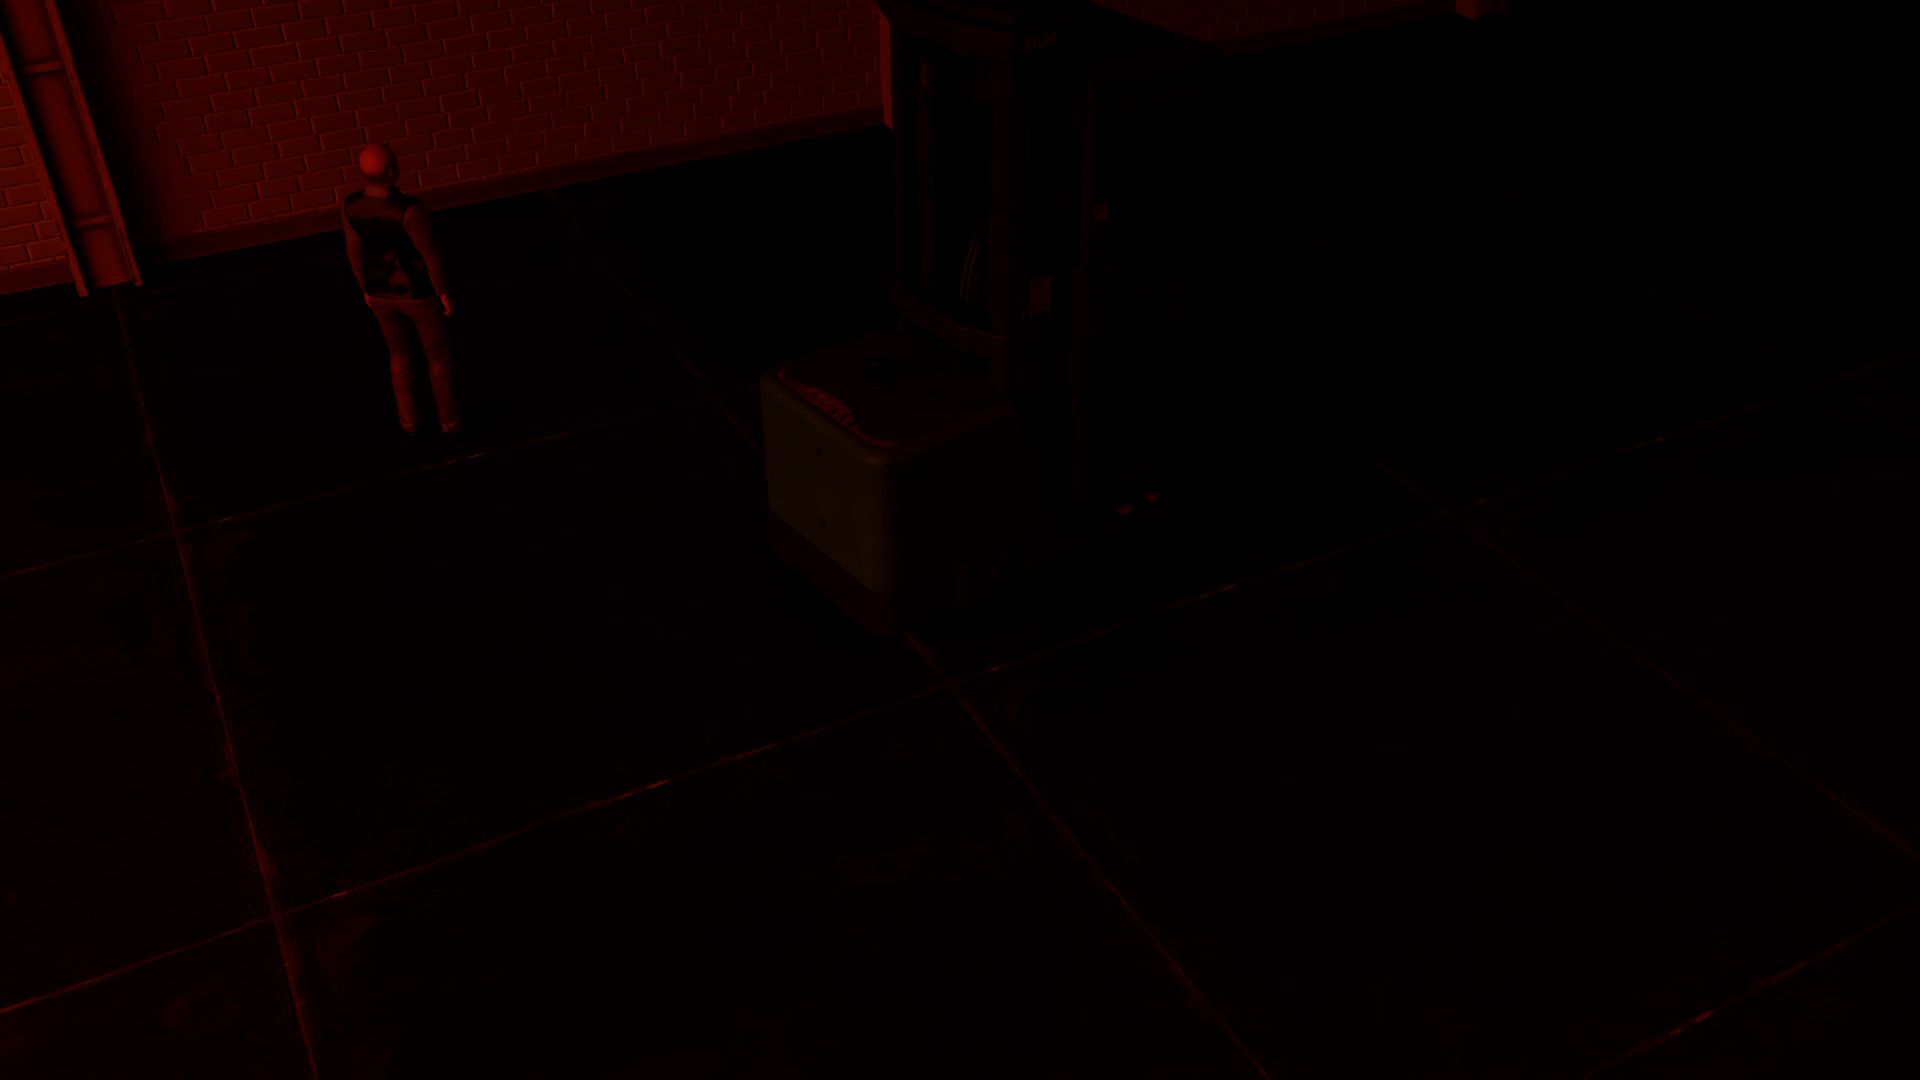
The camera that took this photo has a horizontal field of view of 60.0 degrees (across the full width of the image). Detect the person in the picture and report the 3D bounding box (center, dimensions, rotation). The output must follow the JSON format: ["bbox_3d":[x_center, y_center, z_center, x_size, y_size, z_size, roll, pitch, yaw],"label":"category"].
[{"bbox_3d":[-3.005,-1.344,9.072,0.533,1.725,0.361,6,36,9],"label":"person"}]

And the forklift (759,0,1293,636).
[{"bbox_3d":[0.493,-1.434,8.152,3.031,2.935,1.130,-25,42,-30],"label":"forklift"}]
